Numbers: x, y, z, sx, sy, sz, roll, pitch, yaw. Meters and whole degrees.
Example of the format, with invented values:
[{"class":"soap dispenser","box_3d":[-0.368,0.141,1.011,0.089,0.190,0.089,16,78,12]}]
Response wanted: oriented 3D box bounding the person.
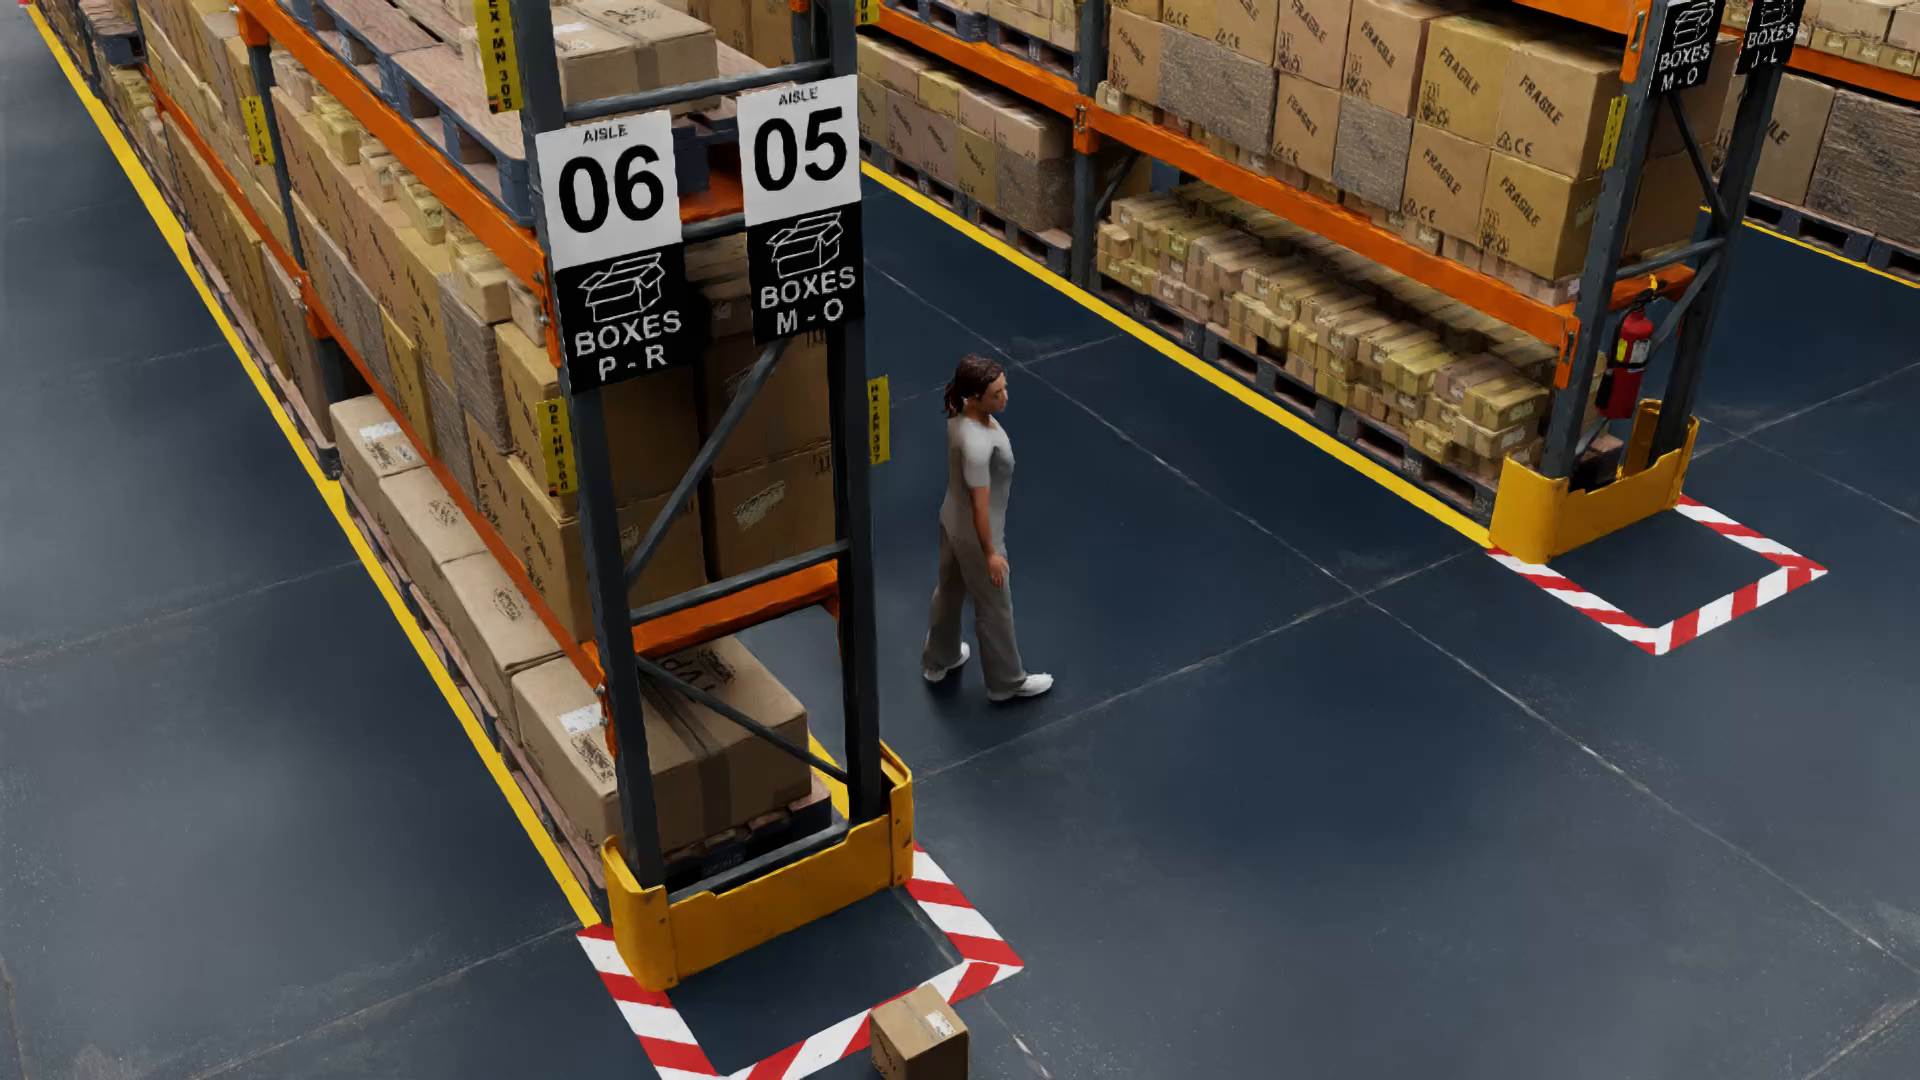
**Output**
[{"class":"person","box_3d":[0.123,-0.042,7.161,0.571,1.668,0.560,-7,33,-10]}]
